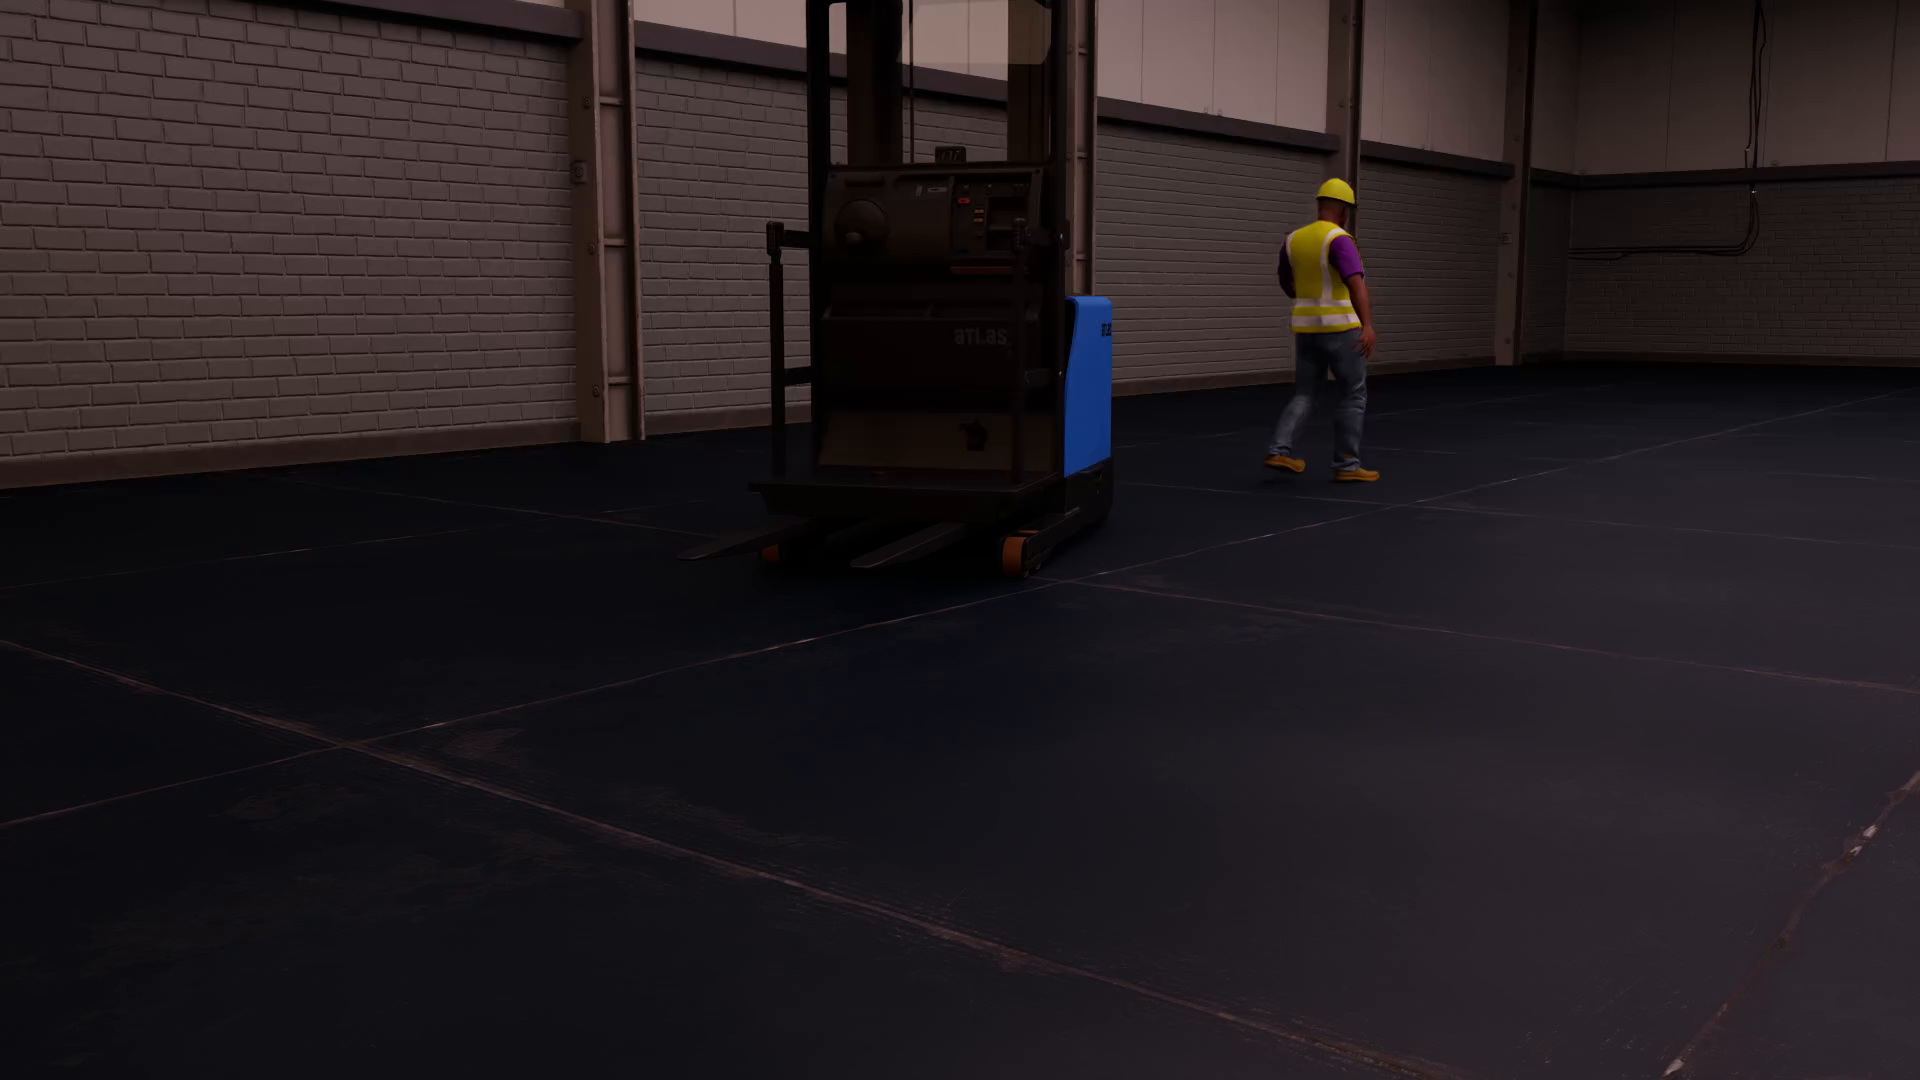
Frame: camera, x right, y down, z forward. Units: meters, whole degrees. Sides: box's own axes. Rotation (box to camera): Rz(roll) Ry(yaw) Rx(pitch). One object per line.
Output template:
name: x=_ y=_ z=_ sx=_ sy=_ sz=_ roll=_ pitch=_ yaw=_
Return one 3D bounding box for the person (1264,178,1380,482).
person: x=2.148 y=-1.207 z=9.637 sx=0.731 sy=1.743 sz=0.968 roll=-6 pitch=10 yaw=-34

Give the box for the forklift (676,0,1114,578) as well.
forklift: x=-0.176 y=-1.366 z=6.616 sx=1.130 sy=2.935 sz=3.031 roll=3 pitch=9 yaw=17
